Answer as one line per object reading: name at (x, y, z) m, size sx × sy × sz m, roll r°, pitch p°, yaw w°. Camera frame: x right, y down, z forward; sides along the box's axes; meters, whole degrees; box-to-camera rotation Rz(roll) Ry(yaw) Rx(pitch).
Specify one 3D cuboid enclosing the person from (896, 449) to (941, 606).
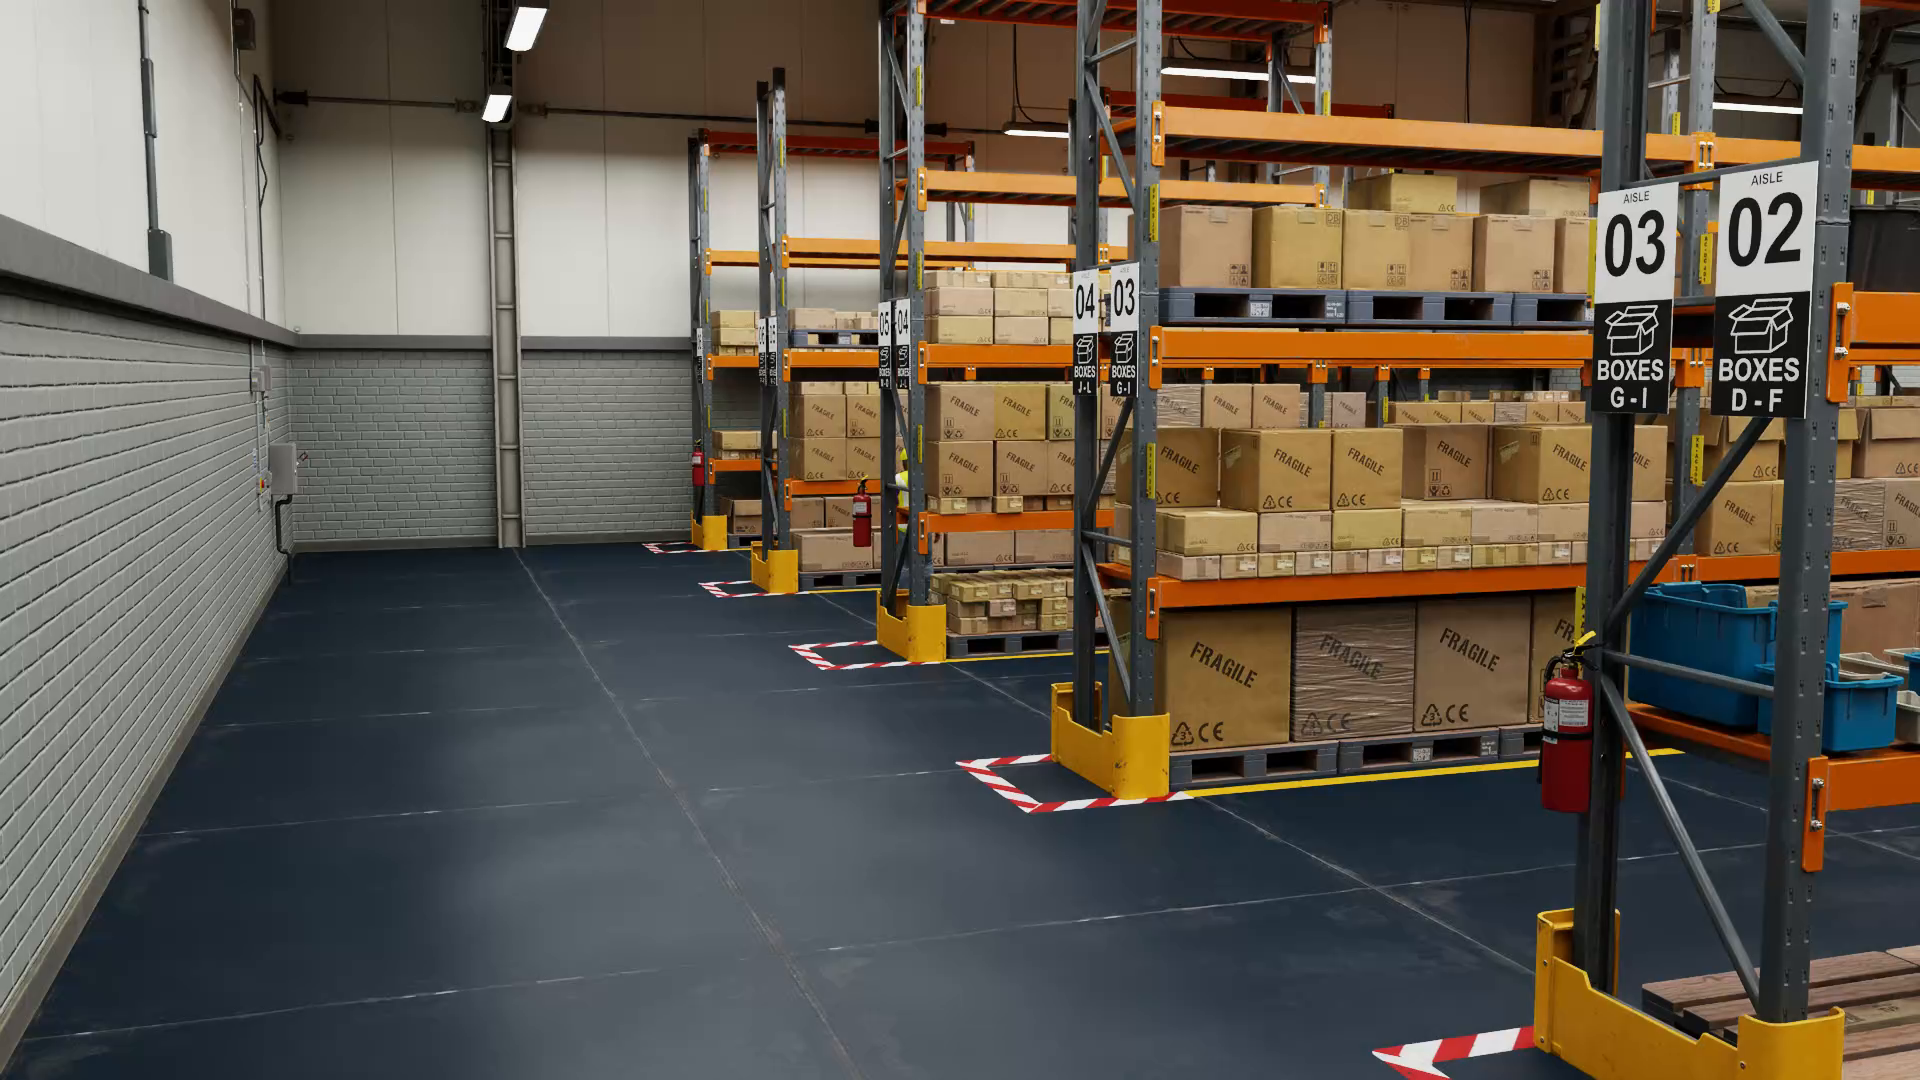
person at (-0.499, -0.123, 17.978) m, size 0.625 × 1.760 × 0.461 m, roll -2°, pitch 6°, yaw -19°
